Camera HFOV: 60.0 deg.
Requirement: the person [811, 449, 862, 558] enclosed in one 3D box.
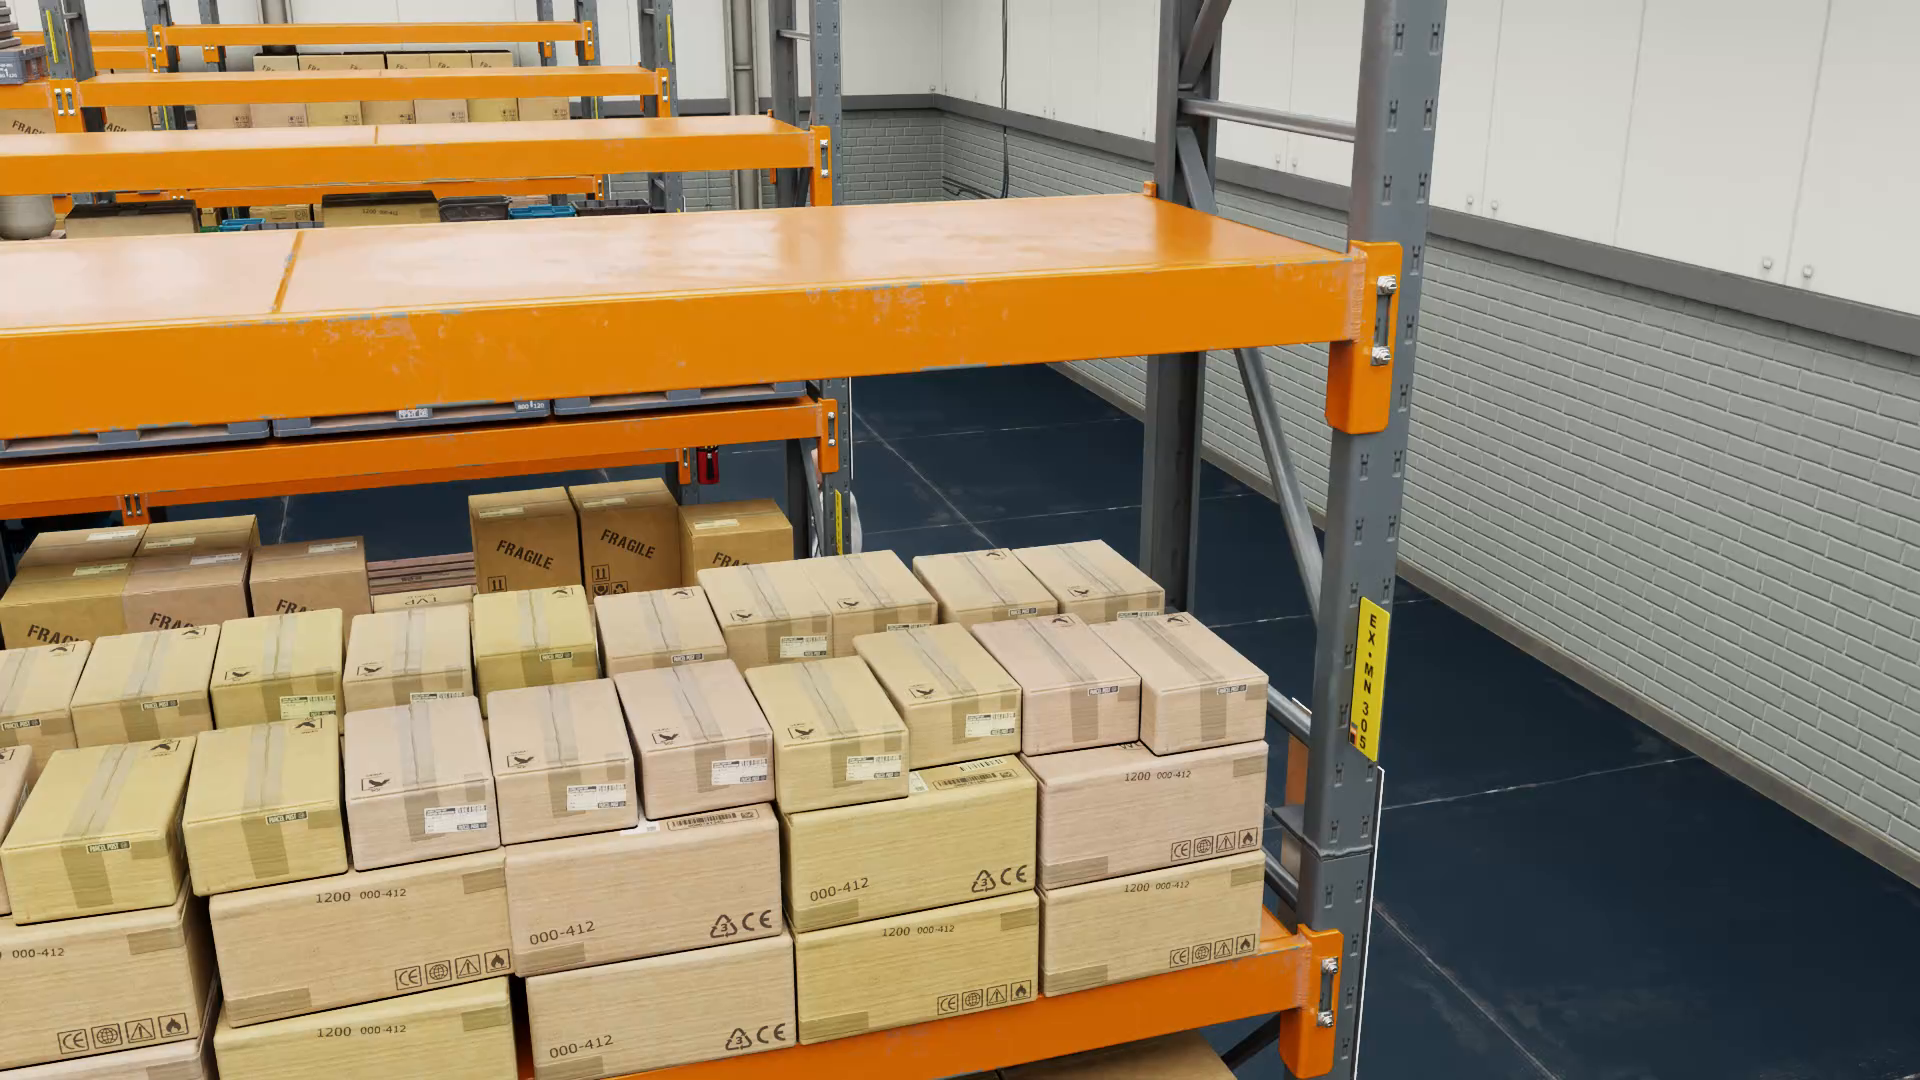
[{"bbox_3d":[-0.895,0.211,11.475,0.427,1.773,0.641,-6,20,-17],"label":"person"}]
